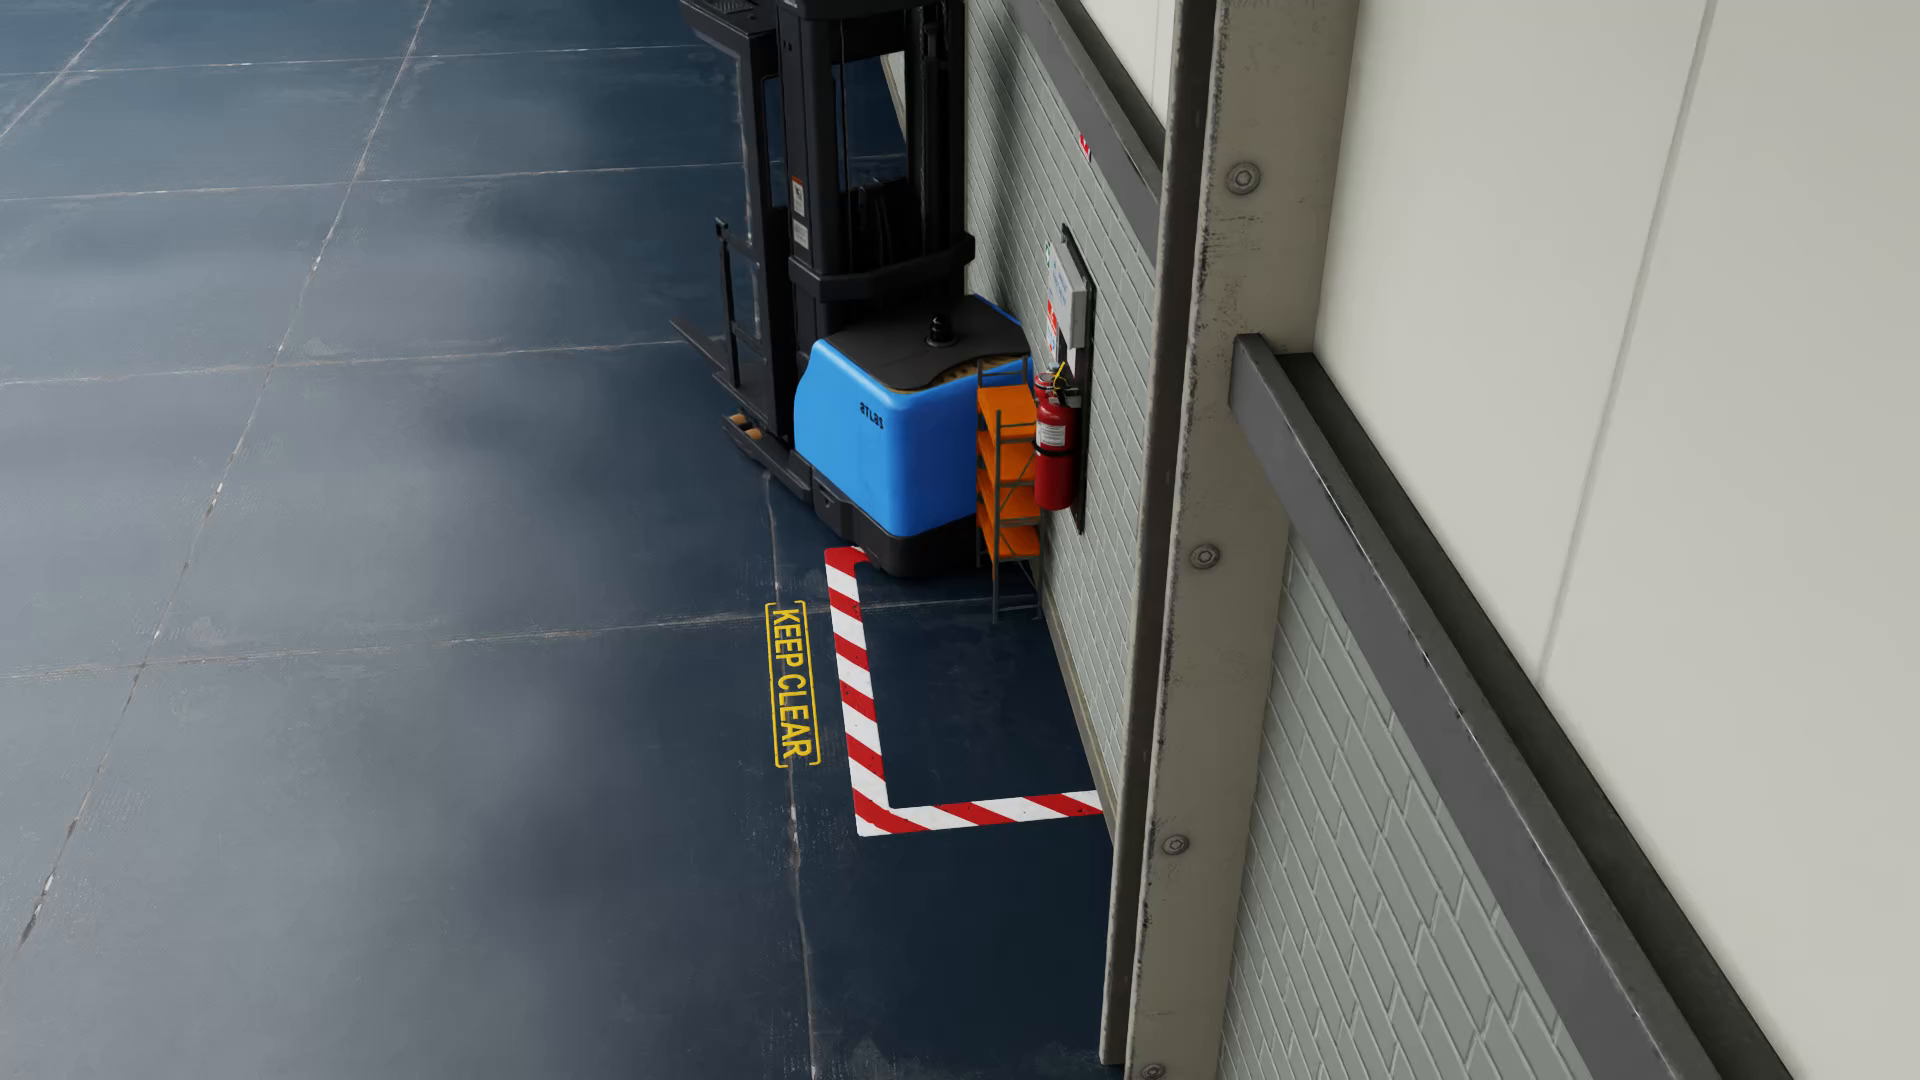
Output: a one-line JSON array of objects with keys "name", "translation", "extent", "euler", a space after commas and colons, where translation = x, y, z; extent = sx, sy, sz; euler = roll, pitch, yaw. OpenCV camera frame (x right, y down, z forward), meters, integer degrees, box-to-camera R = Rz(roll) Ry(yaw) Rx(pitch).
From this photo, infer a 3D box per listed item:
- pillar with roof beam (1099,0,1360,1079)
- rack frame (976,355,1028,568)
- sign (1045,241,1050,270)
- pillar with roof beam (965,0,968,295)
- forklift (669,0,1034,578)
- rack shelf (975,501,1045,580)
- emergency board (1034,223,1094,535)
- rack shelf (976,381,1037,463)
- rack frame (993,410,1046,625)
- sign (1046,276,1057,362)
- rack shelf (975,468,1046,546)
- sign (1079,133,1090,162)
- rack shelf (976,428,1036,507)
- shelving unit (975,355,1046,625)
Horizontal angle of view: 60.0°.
[{"name": "pillar with roof beam", "translation": [-3.583, -1.437, 2.869], "extent": [9.100, 9.000, 0.400], "euler": [-4, 35, -6]}, {"name": "rack frame", "translation": [0.203, -0.367, 8.223], "extent": [0.240, 1.200, 0.015], "euler": [-5, 35, -8]}, {"name": "sign", "translation": [0.407, -1.213, 7.364], "extent": [0.001, 0.109, 0.331], "euler": [-4, 35, -6]}, {"name": "pillar with roof beam", "translation": [-4.390, -4.786, 7.782], "extent": [9.100, 9.000, 0.400], "euler": [-4, 35, -6]}, {"name": "forklift", "translation": [-0.708, -1.811, 8.805], "extent": [1.130, 2.935, 3.031], "euler": [-21, 39, -27]}, {"name": "rack shelf", "translation": [0.242, -0.012, 8.174], "extent": [0.258, 0.148, 0.480], "euler": [-5, 35, -8]}, {"name": "emergency board", "translation": [0.388, -0.666, 7.064], "extent": [0.194, 1.169, 0.643], "euler": [-4, 35, -6]}, {"name": "rack shelf", "translation": [0.242, -0.556, 7.803], "extent": [0.258, 0.148, 0.480], "euler": [-5, 35, -8]}, {"name": "rack frame", "translation": [0.282, -0.096, 7.825], "extent": [0.240, 1.200, 0.015], "euler": [-5, 35, -8]}, {"name": "sign", "translation": [0.416, -0.997, 7.518], "extent": [0.001, 0.329, 0.234], "euler": [-4, 35, -6]}, {"name": "rack shelf", "translation": [0.242, -0.176, 8.062], "extent": [0.258, 0.148, 0.480], "euler": [-5, 35, -8]}, {"name": "sign", "translation": [0.485, -1.636, 6.429], "extent": [0.001, 0.298, 0.199], "euler": [-4, 35, -6]}, {"name": "rack shelf", "translation": [0.242, -0.360, 7.936], "extent": [0.258, 0.148, 0.480], "euler": [-5, 35, -8]}, {"name": "shelving unit", "translation": [0.242, -0.231, 8.024], "extent": [0.258, 1.200, 0.503], "euler": [-5, 35, -8]}]
